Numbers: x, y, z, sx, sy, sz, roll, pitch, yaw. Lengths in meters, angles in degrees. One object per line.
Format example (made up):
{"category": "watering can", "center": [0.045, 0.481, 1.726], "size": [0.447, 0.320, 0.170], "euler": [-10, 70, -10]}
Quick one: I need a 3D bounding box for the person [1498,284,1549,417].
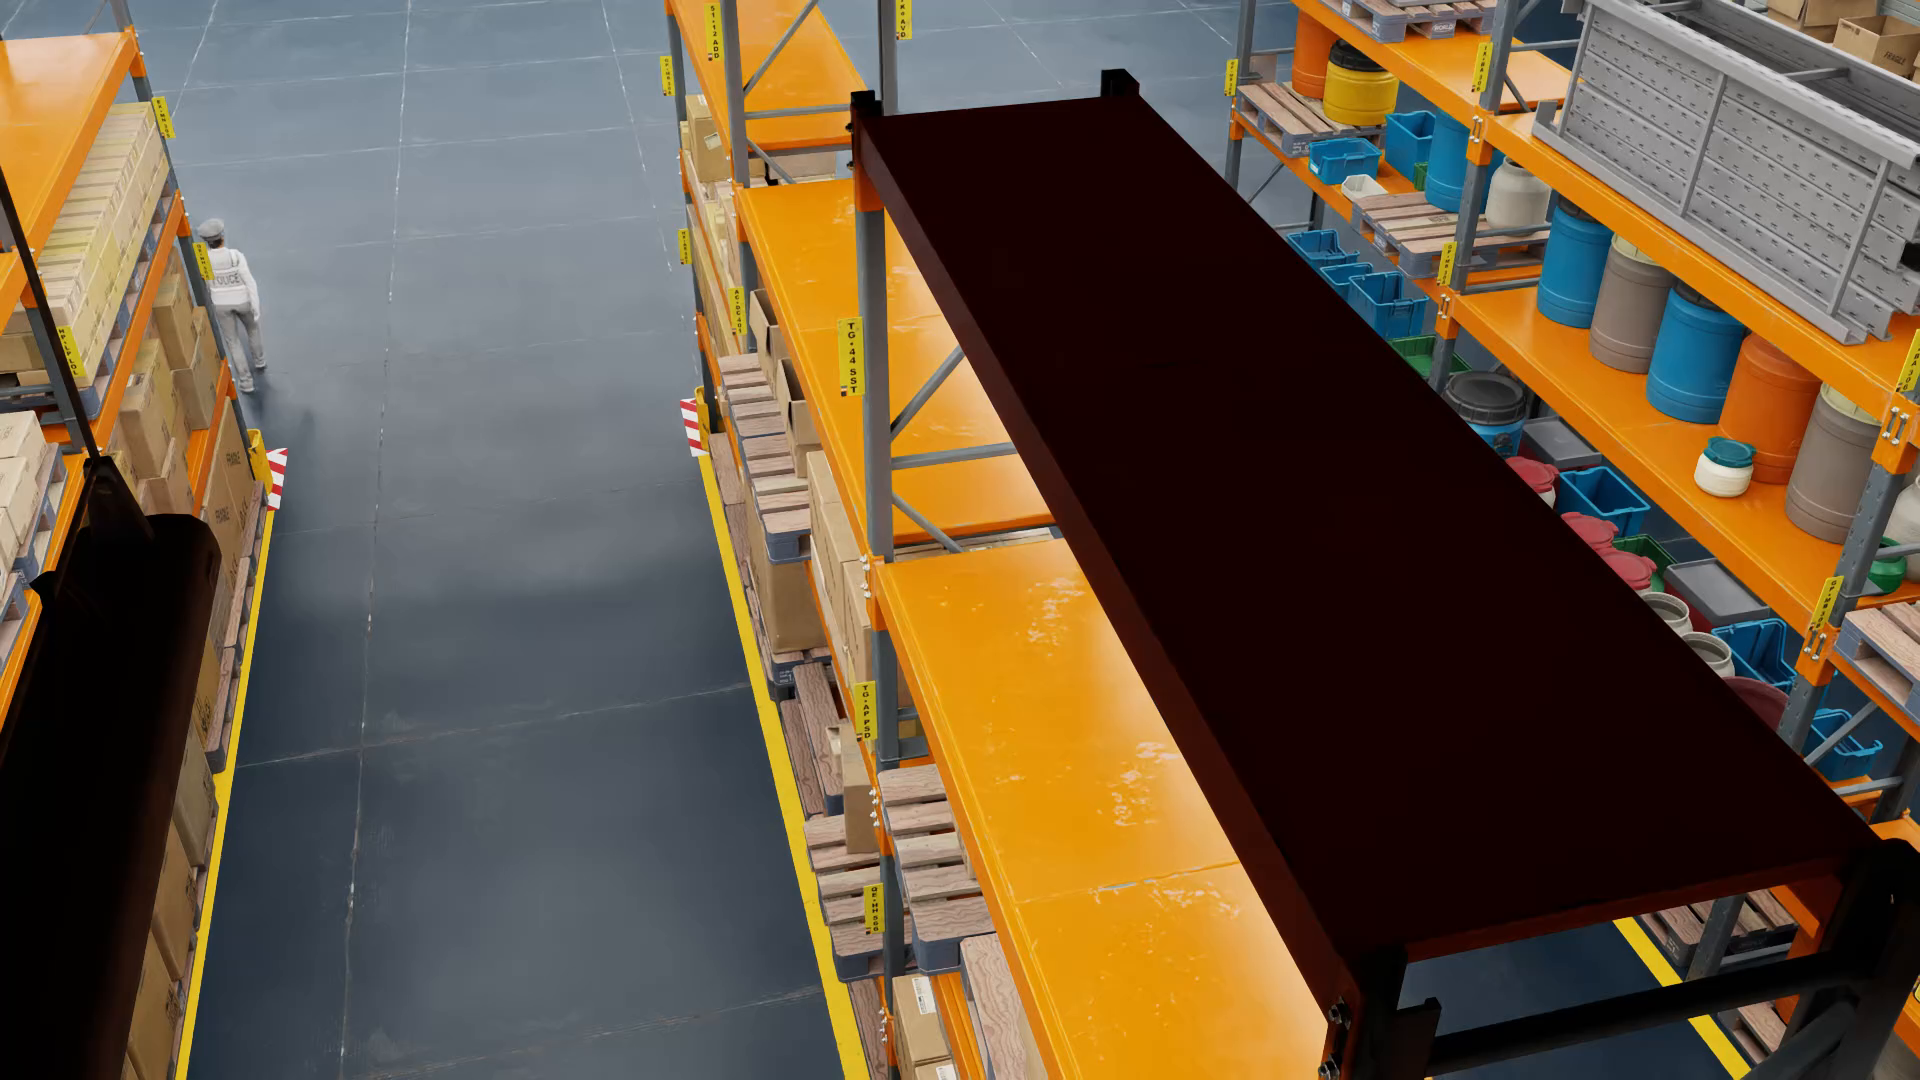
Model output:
{"category": "person", "center": [5.072, -1.698, 15.024], "size": [0.537, 1.710, 1.015], "euler": [-18, 38, -24]}

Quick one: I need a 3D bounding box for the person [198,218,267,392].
{"category": "person", "center": [-6.980, -2.289, 15.955], "size": [0.506, 1.657, 0.858], "euler": [-13, 37, -18]}
